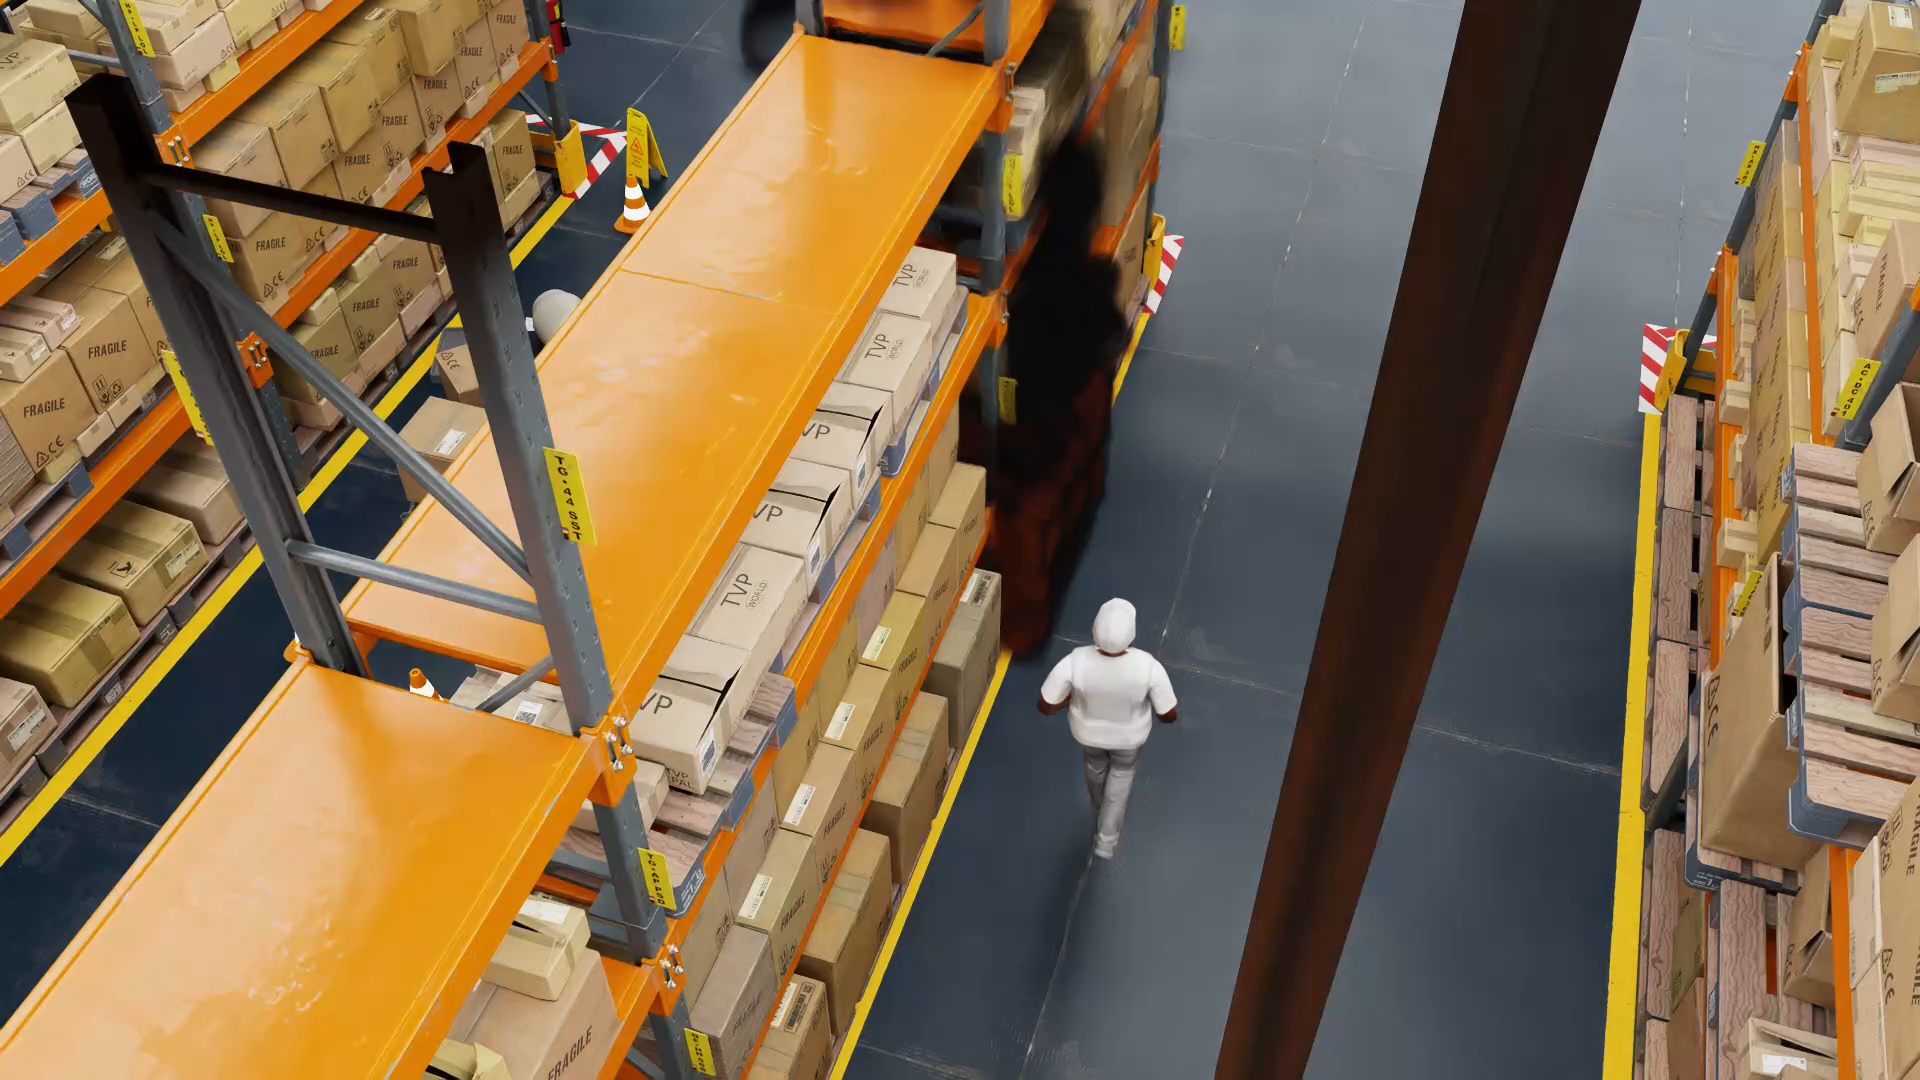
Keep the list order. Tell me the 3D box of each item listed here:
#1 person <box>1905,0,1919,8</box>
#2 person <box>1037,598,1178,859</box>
[{"bbox_3d":[7.835,-4.000,13.833,0.558,1.674,0.938,-34,55,-29],"label":"person"},{"bbox_3d":[0.752,0.963,8.566,0.697,1.757,0.703,7,46,7],"label":"person"}]
